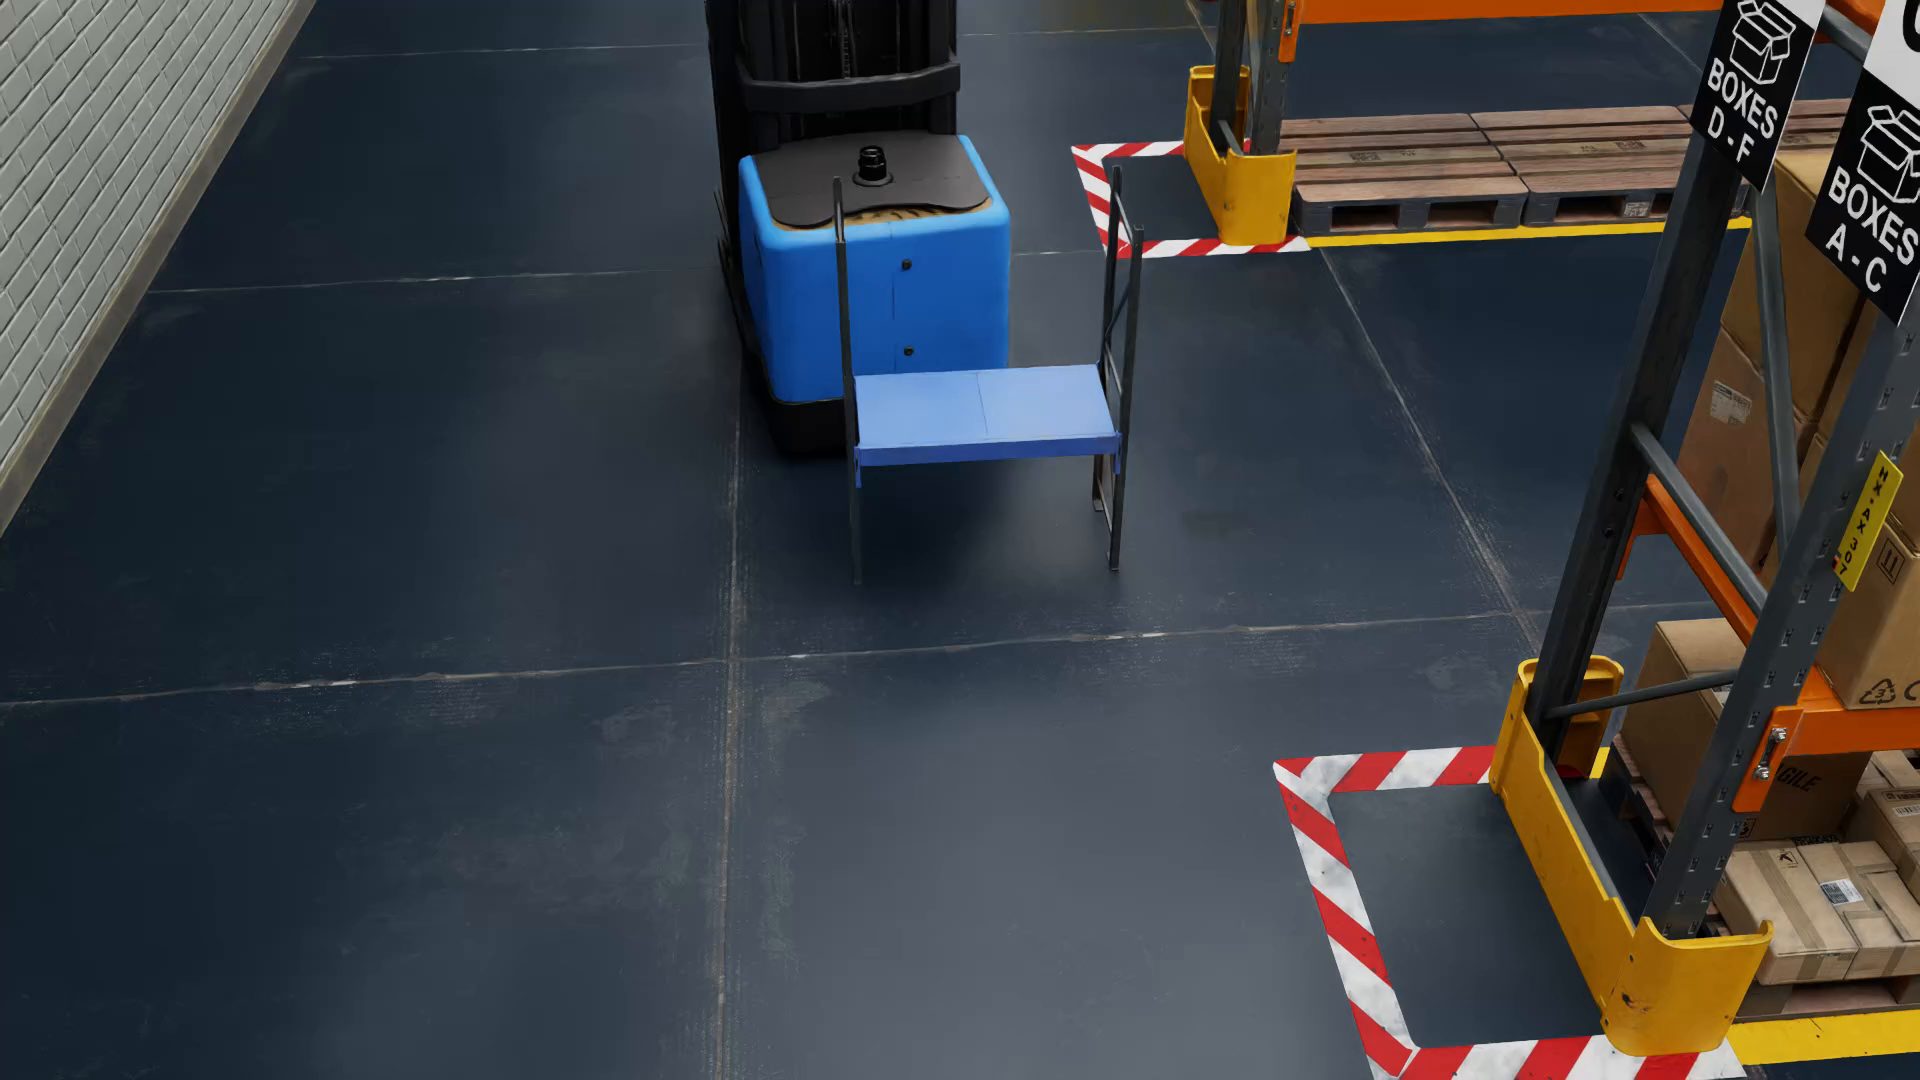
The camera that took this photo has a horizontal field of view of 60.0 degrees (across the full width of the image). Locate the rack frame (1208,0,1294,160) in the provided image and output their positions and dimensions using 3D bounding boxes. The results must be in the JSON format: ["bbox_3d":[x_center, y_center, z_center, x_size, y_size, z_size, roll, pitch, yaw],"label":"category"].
[{"bbox_3d":[1.520,-3.092,8.247,0.127,3.000,1.000,-3,38,-4],"label":"rack frame"}]

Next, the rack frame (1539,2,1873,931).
[{"bbox_3d":[1.955,-0.033,4.370,0.053,2.616,0.949,-3,38,-4],"label":"rack frame"}]

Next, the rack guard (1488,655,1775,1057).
[{"bbox_3d":[2.031,0.942,5.152,0.348,0.500,1.175,-3,38,-4],"label":"rack guard"}]

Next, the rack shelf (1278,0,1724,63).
[{"bbox_3d":[3.512,-2.919,8.608,4.000,0.370,1.077,-3,38,-4],"label":"rack shelf"}]

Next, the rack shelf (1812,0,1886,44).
[{"bbox_3d":[3.947,-1.040,3.806,4.000,0.370,1.077,-3,38,-4],"label":"rack shelf"}]

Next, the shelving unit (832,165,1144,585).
[{"bbox_3d":[0.085,-0.593,6.291,1.048,1.500,0.538,-3,38,-4],"label":"shelving unit"}]

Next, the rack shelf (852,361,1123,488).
[{"bbox_3d":[0.085,-0.452,6.403,1.000,0.185,0.538,-3,38,-4],"label":"rack shelf"}]

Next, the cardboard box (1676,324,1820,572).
[{"bbox_3d":[2.377,-0.267,4.586,0.500,0.500,0.500,-2,38,-3],"label":"cardboard box"}]

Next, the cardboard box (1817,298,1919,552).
[{"bbox_3d":[2.421,-0.329,3.857,0.500,0.500,0.500,-2,38,-3],"label":"cardboard box"}]

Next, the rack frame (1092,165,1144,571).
[{"bbox_3d":[0.591,-0.621,6.327,0.032,1.500,0.500,-3,38,-4],"label":"rack frame"}]

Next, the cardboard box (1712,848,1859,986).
[{"bbox_3d":[2.403,1.100,4.880,0.250,0.149,0.380,-3,38,-4],"label":"cardboard box"}]

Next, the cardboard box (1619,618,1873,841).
[{"bbox_3d":[2.475,0.592,5.241,0.500,0.500,0.500,-3,38,-4],"label":"cardboard box"}]

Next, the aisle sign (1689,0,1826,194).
[{"bbox_3d":[1.860,-1.241,3.802,0.004,0.787,0.394,-3,38,-4],"label":"aisle sign"}]

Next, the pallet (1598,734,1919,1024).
[{"bbox_3d":[2.825,1.011,5.298,1.213,0.211,1.003,-3,38,-4],"label":"pallet"}]

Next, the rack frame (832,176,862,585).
[{"bbox_3d":[-0.421,-0.566,6.256,0.032,1.500,0.500,-3,38,-4],"label":"rack frame"}]

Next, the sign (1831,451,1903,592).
[{"bbox_3d":[2.003,-0.040,3.680,0.005,0.325,0.100,-3,38,-4],"label":"sign"}]

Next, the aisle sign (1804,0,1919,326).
[{"bbox_3d":[1.913,-0.871,3.333,0.004,0.787,0.394,-3,38,-4],"label":"aisle sign"}]

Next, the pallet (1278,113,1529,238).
[{"bbox_3d":[2.345,-2.018,9.137,1.213,0.211,1.003,-3,38,-4],"label":"pallet"}]

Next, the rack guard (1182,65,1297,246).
[{"bbox_3d":[1.497,-2.101,9.009,0.348,0.500,1.175,-3,38,-4],"label":"rack guard"}]

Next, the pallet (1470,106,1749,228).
[{"bbox_3d":[3.557,-2.083,9.220,1.213,0.211,1.003,-3,38,-4],"label":"pallet"}]

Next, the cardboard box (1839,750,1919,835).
[{"bbox_3d":[2.886,0.756,5.302,0.250,0.166,0.380,-3,38,-4],"label":"cardboard box"}]

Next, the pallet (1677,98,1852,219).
[{"bbox_3d":[4.775,-2.152,9.307,1.213,0.211,1.003,-3,38,-4],"label":"pallet"}]

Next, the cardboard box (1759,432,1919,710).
[{"bbox_3d":[3.659,-0.170,4.463,3.026,0.500,1.079,-3,38,-3],"label":"cardboard box"}]

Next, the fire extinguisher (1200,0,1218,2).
[{"bbox_3d":[1.330,-3.187,8.731,0.183,0.674,0.296,-3,38,-4],"label":"fire extinguisher"}]

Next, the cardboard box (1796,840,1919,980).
[{"bbox_3d":[2.652,1.080,4.892,0.250,0.166,0.380,-3,38,-4],"label":"cardboard box"}]

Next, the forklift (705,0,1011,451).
[{"bbox_3d":[-0.613,-2.447,7.486,1.130,2.935,3.031,-8,39,-10],"label":"forklift"}]
